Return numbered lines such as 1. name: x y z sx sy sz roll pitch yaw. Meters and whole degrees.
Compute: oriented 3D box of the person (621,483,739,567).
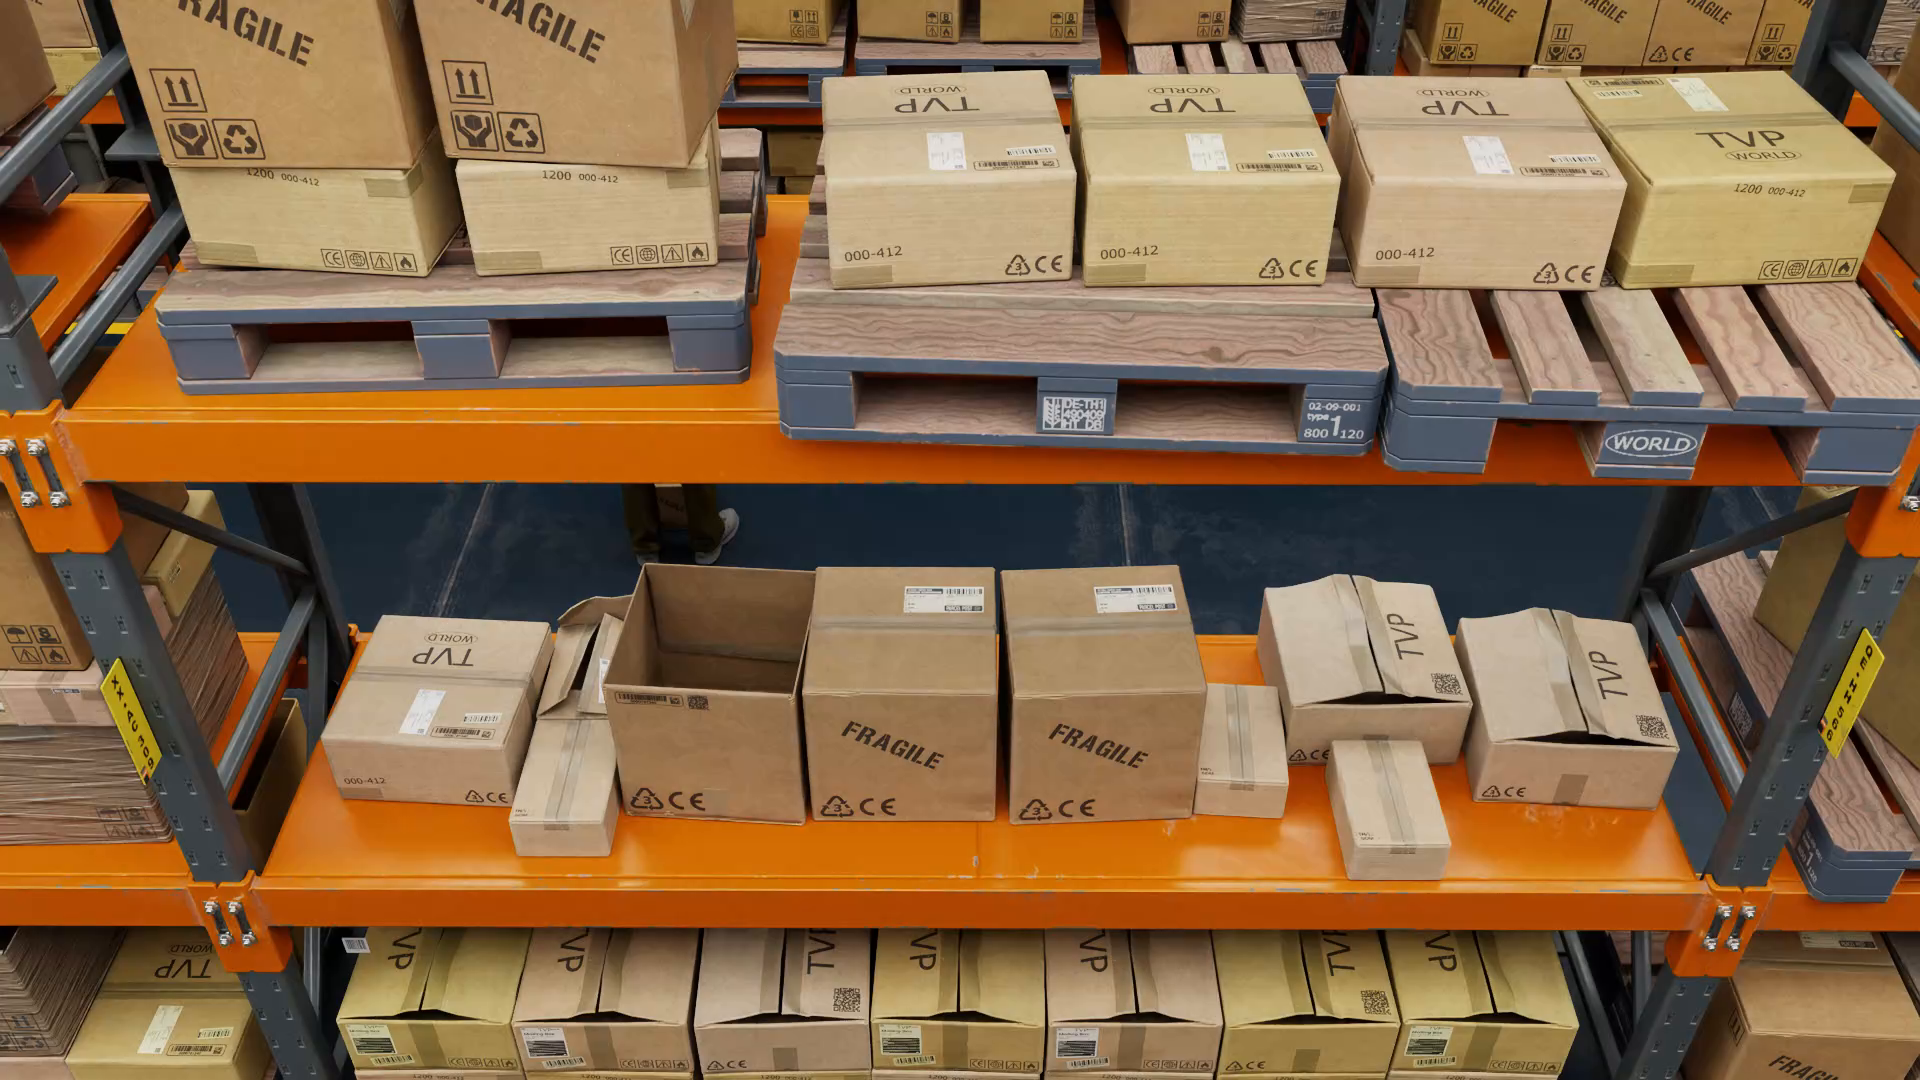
1. person: -1.299 -0.661 6.981 0.642 1.774 0.422 0 39 0
